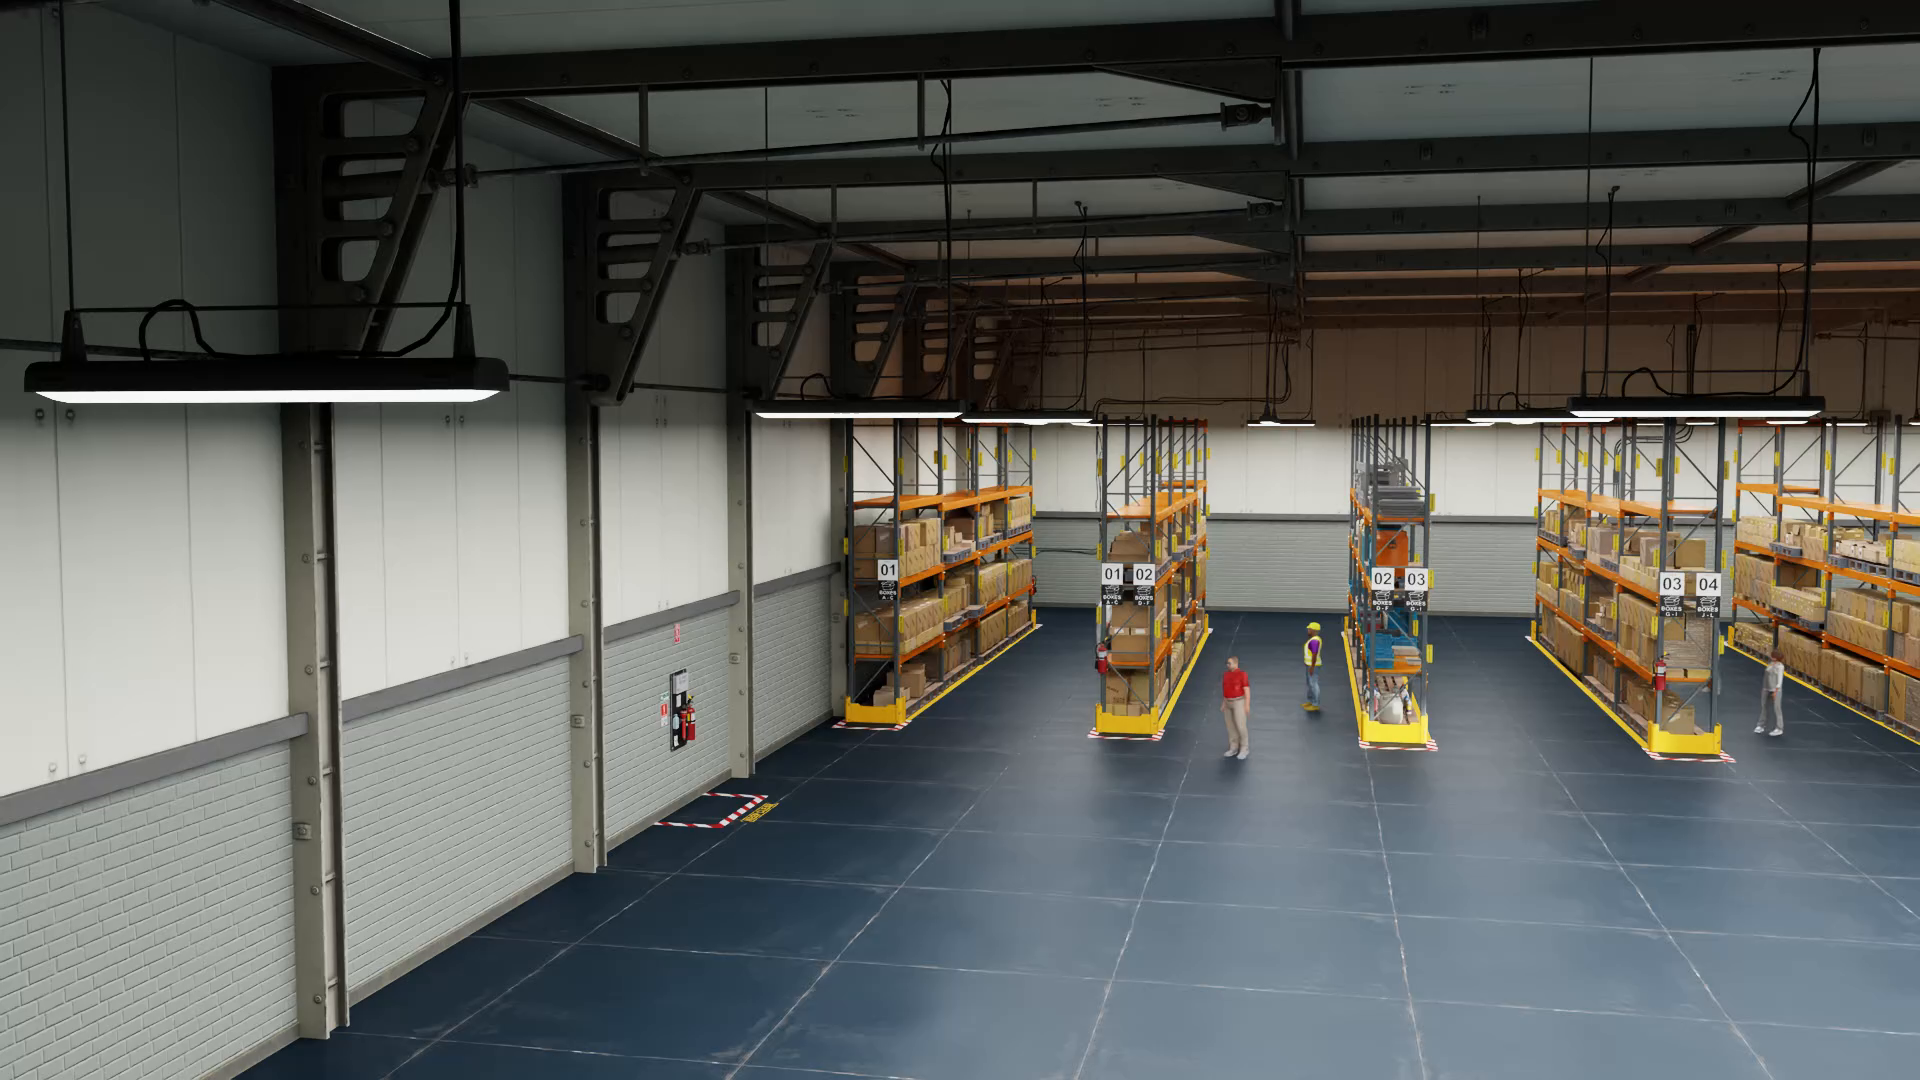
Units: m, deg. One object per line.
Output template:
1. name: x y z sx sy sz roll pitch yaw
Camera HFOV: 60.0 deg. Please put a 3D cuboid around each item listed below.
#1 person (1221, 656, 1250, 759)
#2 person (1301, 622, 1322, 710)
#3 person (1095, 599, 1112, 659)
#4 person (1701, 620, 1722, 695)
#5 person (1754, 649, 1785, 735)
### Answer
1. person: 4.798 2.933 29.146 0.386 1.773 0.602 -3 5 -42
2. person: 7.207 2.565 33.991 0.412 1.770 0.613 0 4 -3
3. person: 3.622 2.095 41.473 0.496 1.716 1.045 1 4 10
4. person: 16.300 2.494 36.050 0.375 1.723 0.508 -2 4 -25
5. person: 15.198 2.841 31.195 0.424 1.593 0.475 -2 4 -24
